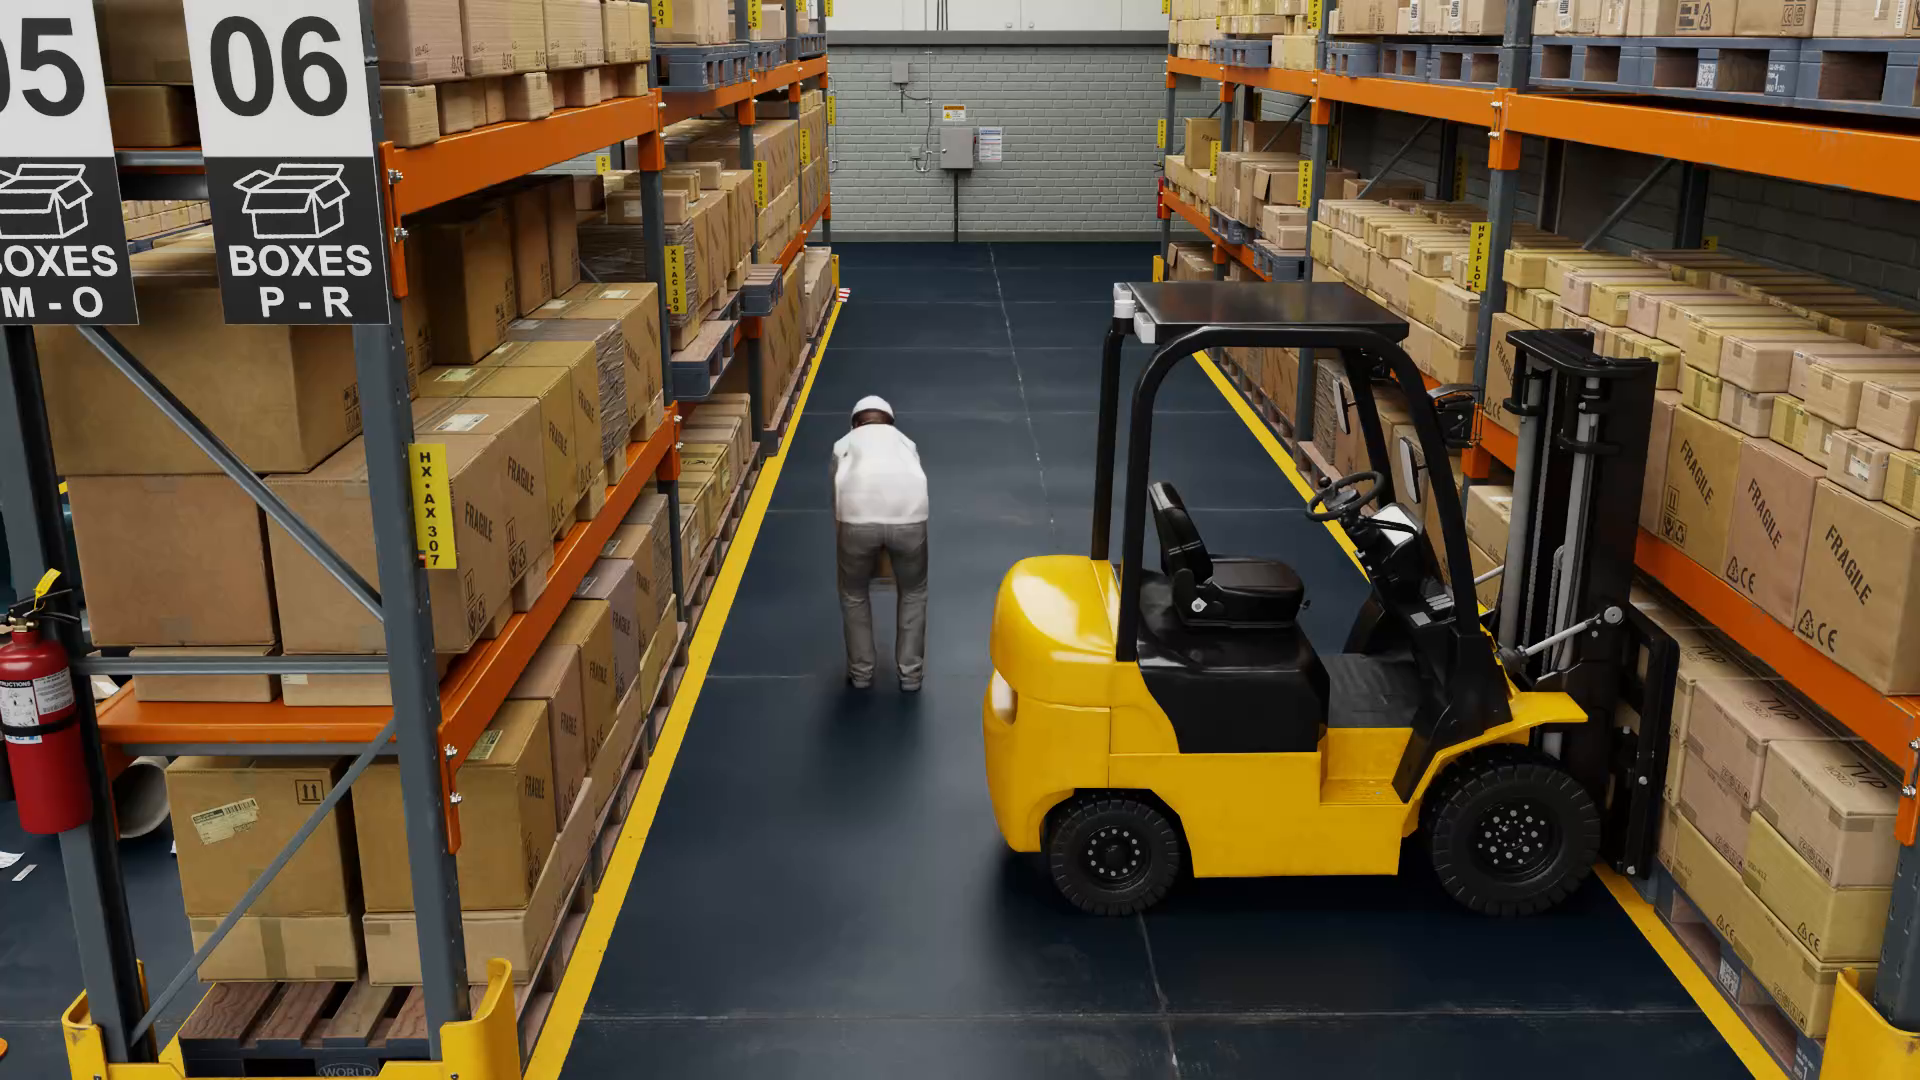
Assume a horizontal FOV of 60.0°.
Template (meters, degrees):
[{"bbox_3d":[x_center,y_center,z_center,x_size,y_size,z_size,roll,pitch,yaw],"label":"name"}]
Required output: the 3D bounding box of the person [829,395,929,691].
[{"bbox_3d":[-0.407,0.009,8.251,0.463,1.319,0.959,-2,17,-6],"label":"person"}]
